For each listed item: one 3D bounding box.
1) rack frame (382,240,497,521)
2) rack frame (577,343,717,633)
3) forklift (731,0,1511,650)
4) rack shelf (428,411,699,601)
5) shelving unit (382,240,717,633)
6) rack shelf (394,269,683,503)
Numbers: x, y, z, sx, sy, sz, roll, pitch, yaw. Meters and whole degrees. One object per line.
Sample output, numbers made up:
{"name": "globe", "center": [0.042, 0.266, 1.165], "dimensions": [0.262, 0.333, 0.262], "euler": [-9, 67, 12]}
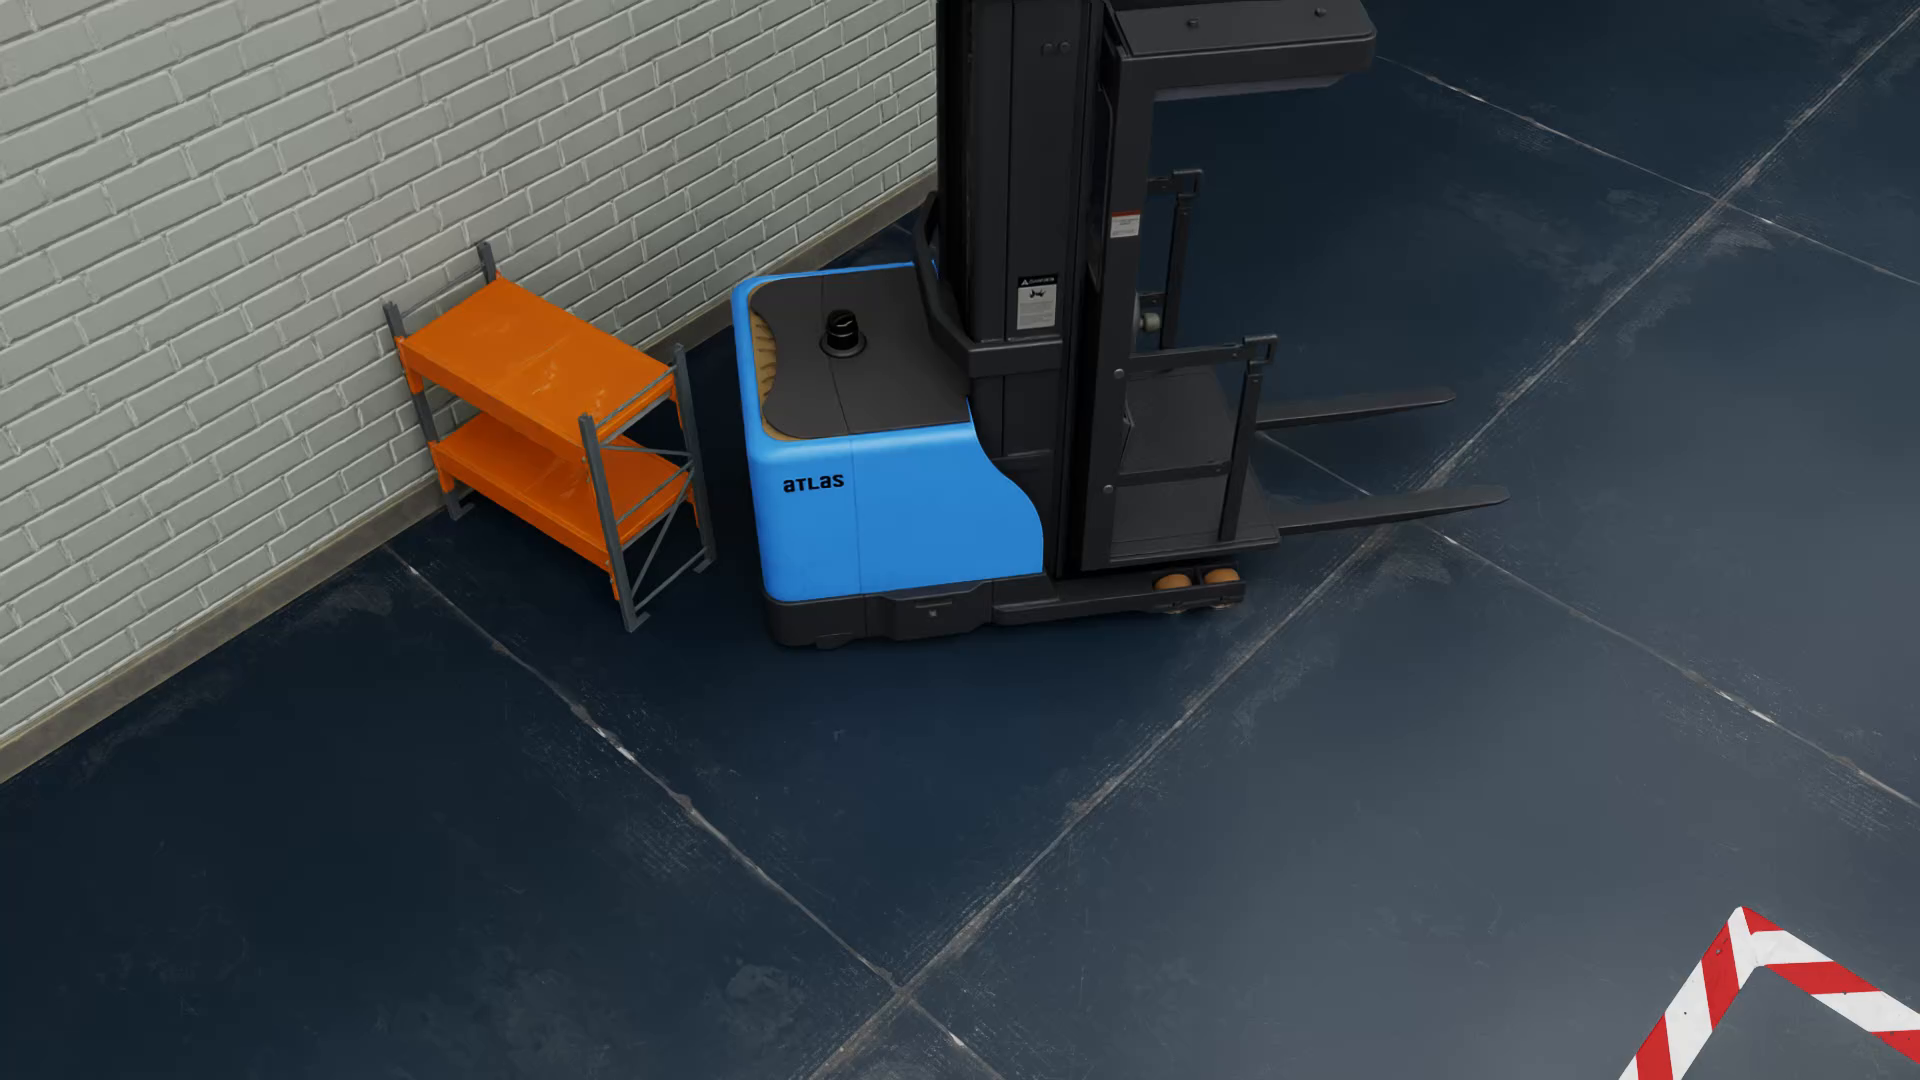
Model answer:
{"name": "rack frame", "center": [-1.967, -0.616, 6.665], "dimensions": [0.032, 1.125, 0.500], "euler": [29, 53, 24]}
{"name": "rack frame", "center": [-1.153, -0.172, 6.249], "dimensions": [0.032, 1.125, 0.500], "euler": [29, 53, 24]}
{"name": "forklift", "center": [0.679, -1.088, 5.869], "dimensions": [3.031, 2.935, 1.130], "euler": [-7, 47, -6]}
{"name": "rack shelf", "center": [-1.560, -0.227, 6.635], "dimensions": [1.000, 0.278, 0.538], "euler": [29, 53, 24]}
{"name": "shelving unit", "center": [-1.560, -0.394, 6.457], "dimensions": [1.048, 1.125, 0.538], "euler": [29, 53, 24]}
{"name": "rack shelf", "center": [-1.560, -0.595, 6.244], "dimensions": [1.000, 0.278, 0.538], "euler": [29, 53, 24]}
